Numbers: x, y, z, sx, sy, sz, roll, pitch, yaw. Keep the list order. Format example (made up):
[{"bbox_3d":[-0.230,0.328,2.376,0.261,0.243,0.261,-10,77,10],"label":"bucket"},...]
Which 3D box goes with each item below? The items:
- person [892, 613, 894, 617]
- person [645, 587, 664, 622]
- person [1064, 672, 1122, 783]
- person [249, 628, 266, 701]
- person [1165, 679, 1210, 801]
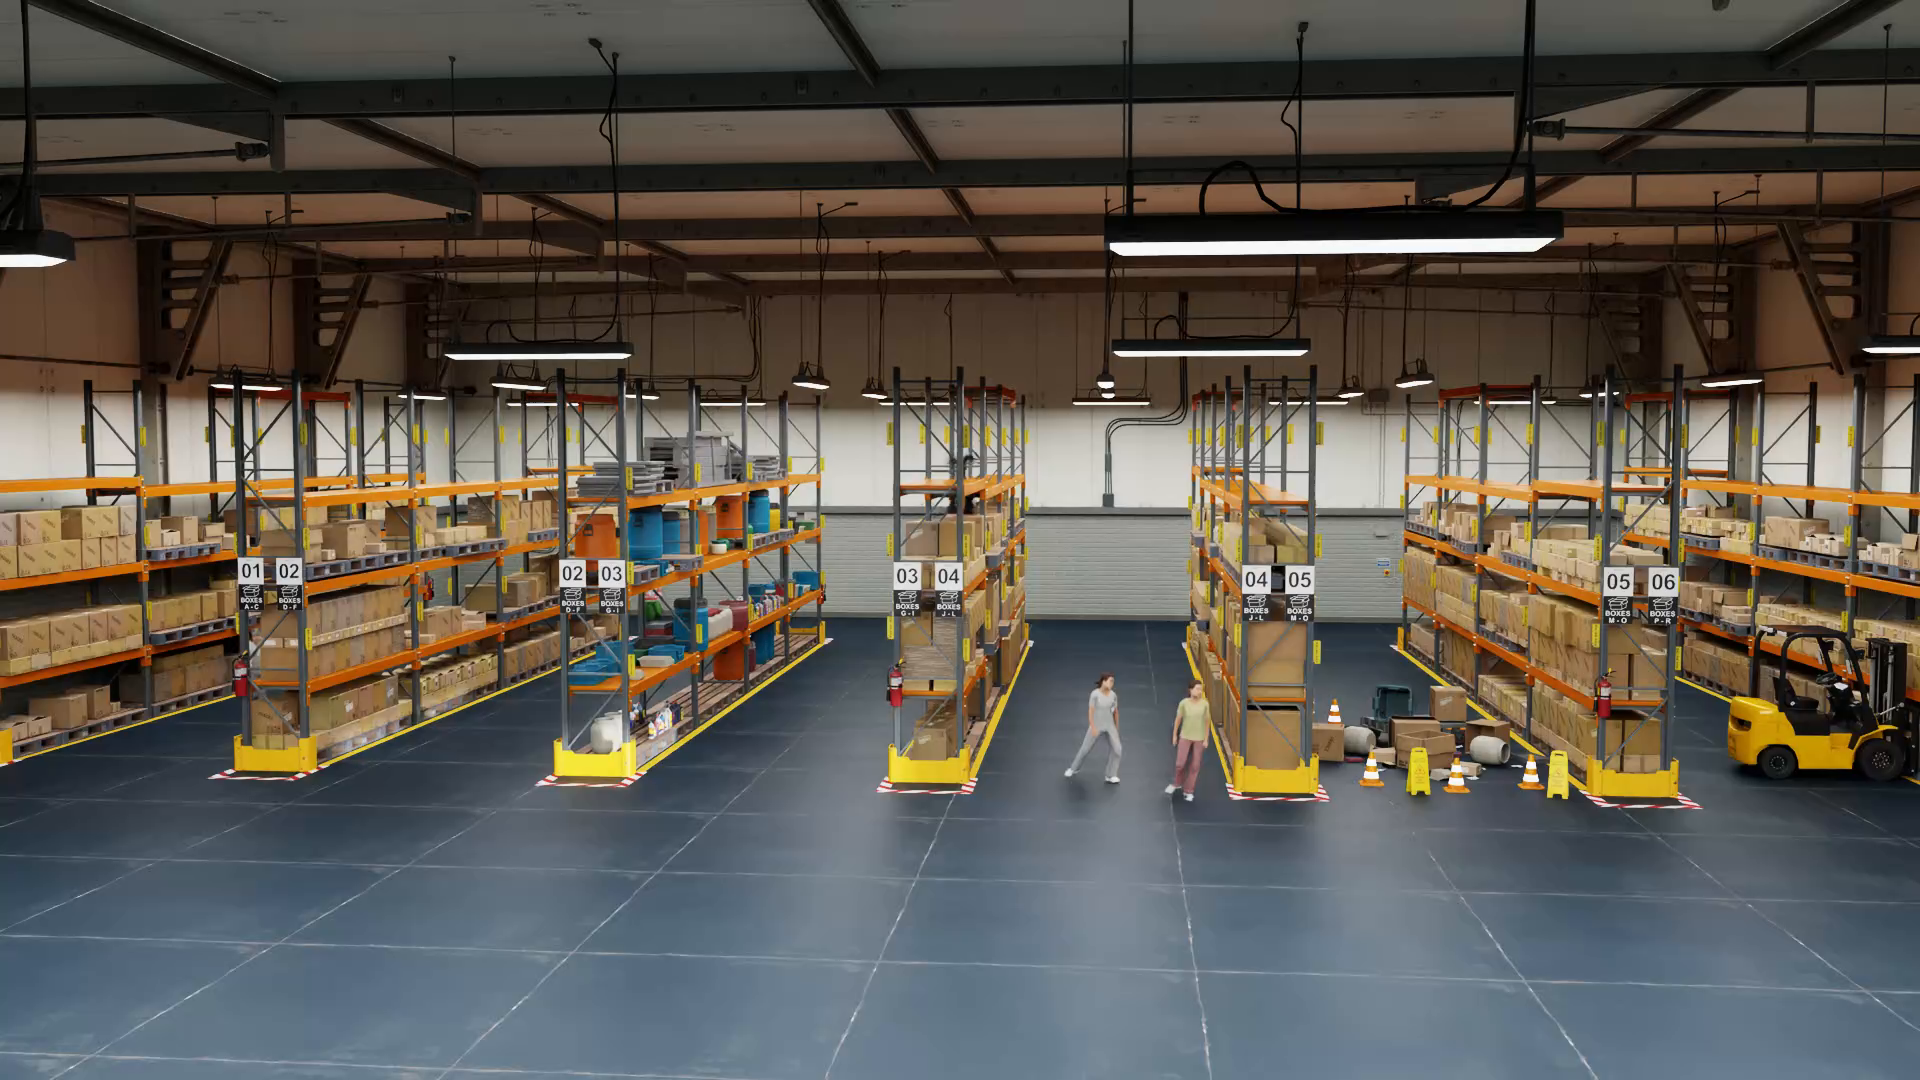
[{"bbox_3d":[-1.171,1.971,35.351,0.576,1.732,0.725,0,4,2],"label":"person"},{"bbox_3d":[-7.702,1.544,41.556,0.619,1.775,0.633,-1,4,-21],"label":"person"},{"bbox_3d":[1.921,2.697,24.172,0.727,1.602,0.698,-1,4,-16],"label":"person"},{"bbox_3d":[-12.500,2.357,29.619,0.609,1.642,0.718,-1,4,-17],"label":"person"},{"bbox_3d":[3.141,2.758,22.925,0.605,1.690,0.438,0,4,-4],"label":"person"}]
